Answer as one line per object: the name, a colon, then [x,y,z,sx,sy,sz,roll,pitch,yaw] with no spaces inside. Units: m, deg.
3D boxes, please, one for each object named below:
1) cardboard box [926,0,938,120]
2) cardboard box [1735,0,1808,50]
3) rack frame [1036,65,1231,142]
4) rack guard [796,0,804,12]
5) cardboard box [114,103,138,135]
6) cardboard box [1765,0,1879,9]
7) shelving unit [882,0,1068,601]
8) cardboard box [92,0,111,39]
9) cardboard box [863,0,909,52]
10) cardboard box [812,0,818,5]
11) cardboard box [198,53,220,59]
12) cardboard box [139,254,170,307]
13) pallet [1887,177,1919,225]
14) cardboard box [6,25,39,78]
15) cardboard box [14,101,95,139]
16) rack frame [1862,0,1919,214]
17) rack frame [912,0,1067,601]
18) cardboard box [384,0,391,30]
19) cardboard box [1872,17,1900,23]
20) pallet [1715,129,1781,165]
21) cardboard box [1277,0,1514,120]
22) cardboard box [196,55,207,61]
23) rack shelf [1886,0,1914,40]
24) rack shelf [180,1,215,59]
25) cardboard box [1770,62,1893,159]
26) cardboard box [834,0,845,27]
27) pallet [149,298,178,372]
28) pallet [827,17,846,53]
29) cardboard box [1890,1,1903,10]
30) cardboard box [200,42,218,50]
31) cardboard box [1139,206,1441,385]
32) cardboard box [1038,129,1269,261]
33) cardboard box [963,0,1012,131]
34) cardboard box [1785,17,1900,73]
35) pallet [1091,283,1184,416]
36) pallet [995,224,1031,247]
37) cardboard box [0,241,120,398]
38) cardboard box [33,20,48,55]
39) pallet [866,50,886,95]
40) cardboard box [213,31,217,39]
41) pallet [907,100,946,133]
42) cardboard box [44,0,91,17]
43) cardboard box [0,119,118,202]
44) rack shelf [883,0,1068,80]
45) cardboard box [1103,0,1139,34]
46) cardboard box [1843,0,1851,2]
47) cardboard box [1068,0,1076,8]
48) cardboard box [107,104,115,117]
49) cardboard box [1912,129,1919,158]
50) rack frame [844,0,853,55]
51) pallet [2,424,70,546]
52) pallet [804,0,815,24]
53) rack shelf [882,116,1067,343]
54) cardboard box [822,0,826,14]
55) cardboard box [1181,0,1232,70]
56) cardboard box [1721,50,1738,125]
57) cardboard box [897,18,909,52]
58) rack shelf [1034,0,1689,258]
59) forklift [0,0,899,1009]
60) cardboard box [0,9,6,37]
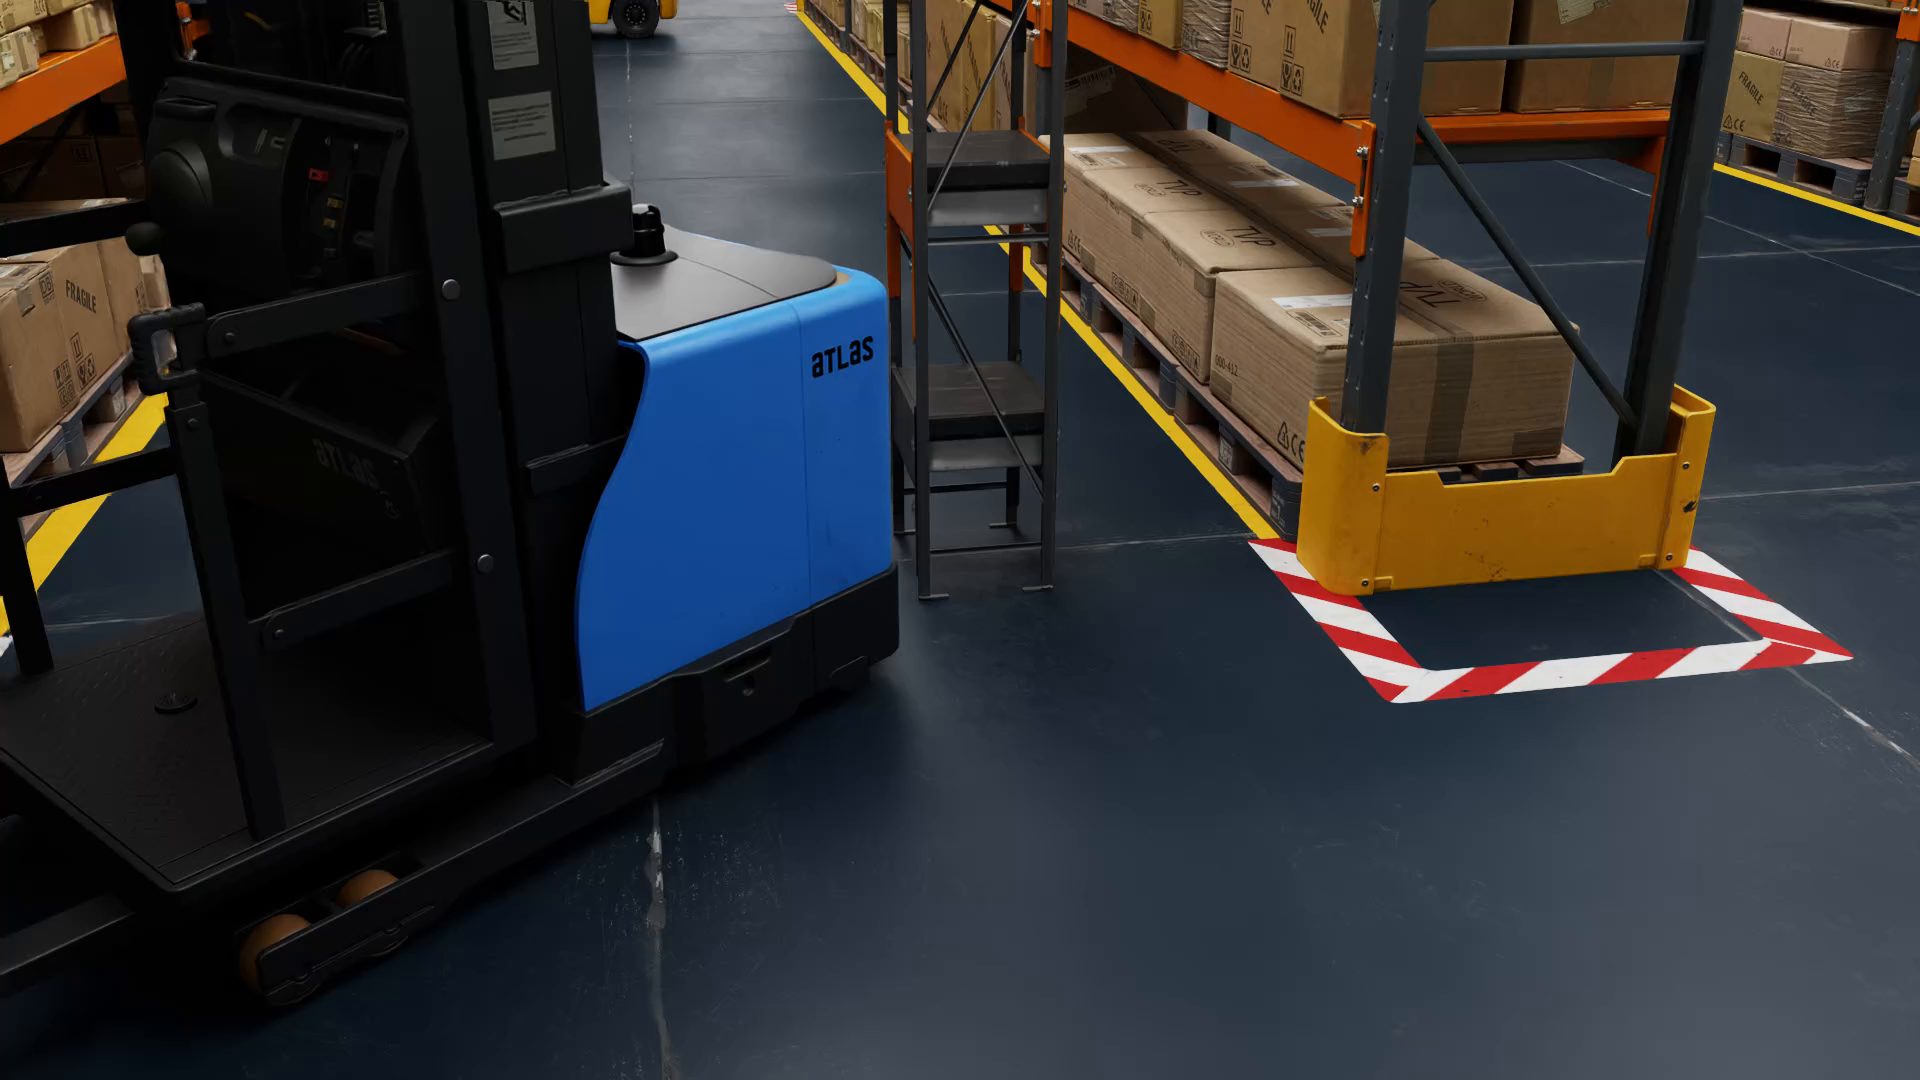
cardboard box: [0.194,-3.414,11.448,0.875,0.875,0.875,-5,24,-10]
cardboard box: [5.154,-3.380,10.903,0.500,0.250,0.500,-5,24,-12]
rack frame: [0.888,-2.899,8.141,1.000,3.000,0.127,-4,24,-10]
rack guard: [-1.317,-6.444,19.380,1.175,0.500,0.348,-4,24,-10]
cardboard box: [-3.795,-2.035,7.951,0.380,0.149,0.250,-3,24,-7]
cardboard box: [5.666,-3.416,10.986,0.500,0.250,0.500,-3,24,-8]
shelving unit: [0.031,-0.897,4.681,0.431,2.100,0.503,-4,24,-10]
cardboard box: [-3.519,-2.002,6.400,0.380,0.149,0.250,-4,24,-8]
cardboard box: [-0.356,-4.546,14.669,0.950,0.372,0.625,-3,24,-6]
cardboard box: [-1.367,-6.013,18.180,0.500,0.250,0.500,-3,24,-8]
cardboard box: [-4.176,-2.648,9.354,0.380,0.149,0.250,-4,24,-10]
cardboard box: [-3.532,-1.132,6.986,0.396,0.266,0.258,-3,24,-8]
pallet: [5.893,-1.766,9.030,1.003,0.211,1.213,-4,24,-10]
cardboard box: [-3.299,-1.604,5.489,0.380,0.149,0.250,-4,24,-9]
cardboard box: [-4.341,-1.998,7.865,0.380,0.149,0.250,-5,24,-12]
rack frame: [5.734,-3.305,9.070,1.000,3.000,0.127,-4,24,-10]
rack frame: [0.076,-0.801,4.461,0.400,2.100,0.015,-4,24,-10]
cardboard box: [-5.362,-4.577,14.424,0.875,0.625,0.625,-3,24,-7]
cardboard box: [5.857,-3.006,10.047,0.500,0.250,0.500,-5,24,-12]
pallet: [5.359,-2.815,11.431,1.003,0.211,1.213,-4,24,-10]
cardboard box: [1.278,-1.542,4.908,0.500,0.500,0.500,-4,24,-9]
cardboard box: [-3.890,-2.270,8.117,0.380,0.149,0.250,-5,24,-12]
rack shelf: [5.364,-3.762,11.016,1.077,0.370,4.000,-4,24,-10]
rack shelf: [-4.360,-2.987,9.241,1.077,0.370,4.000,-4,24,-10]
cardboard box: [5.349,-2.625,10.111,0.500,0.500,0.500,-5,24,-11]
cardboard box: [-0.965,-5.191,16.299,0.500,0.250,0.500,-3,24,-7]
pallet: [-3.864,-0.982,7.236,1.003,0.211,1.213,-4,24,-10]
pallet: [-0.751,-5.030,16.502,1.003,0.211,1.213,-4,24,-10]
cardboard box: [9.413,-5.183,15.944,0.700,0.500,0.500,-6,24,-14]
cardboard box: [-4.252,-2.855,9.828,0.380,0.149,0.250,-5,24,-11]
cardboard box: [1.230,-0.956,6.367,0.875,0.438,0.875,-4,24,-8]
cardboard box: [0.898,-1.663,7.986,0.875,0.438,0.875,-5,24,-11]
cardboard box: [0.520,-2.711,9.839,0.875,0.875,0.875,-4,24,-8]
cardboard box: [5.347,-2.970,9.965,0.500,0.250,0.500,-5,24,-11]
pallet: [1.180,-0.836,6.900,1.003,0.211,1.213,-4,24,-10]
pallet: [0.671,-1.919,9.381,1.003,0.211,1.213,-4,24,-10]
cardboard box: [-3.389,-0.806,5.946,0.500,0.500,0.500,-4,24,-9]
cardboard box: [-3.507,-1.794,5.924,0.380,0.149,0.250,-4,24,-9]
pallet: [-0.217,-3.981,14.102,1.003,0.211,1.213,-4,24,-10]
cardboard box: [-4.939,-3.220,10.662,0.380,0.149,0.250,-3,24,-7]
pallet: [0.220,-2.879,11.578,1.003,0.211,1.213,-4,24,-10]
cardboard box: [-3.469,-2.023,5.949,0.500,0.250,0.500,-4,24,-10]
cardboard box: [-4.371,-1.749,8.104,0.500,0.500,0.500,-4,24,-10]
rack shelf: [0.031,-1.526,4.406,0.431,0.518,0.480,-4,24,-10]
cardboard box: [0.892,-2.347,6.751,0.500,0.500,0.500,-4,24,-9]
cardboard box: [9.240,-5.592,16.880,0.700,0.500,0.500,-6,24,-14]
cardboard box: [0.717,-2.741,7.654,0.500,0.500,0.500,-4,24,-8]
cardboard box: [-4.448,-2.196,8.319,0.380,0.149,0.250,-4,24,-9]
cardboard box: [5.486,-2.161,9.117,0.380,0.149,0.250,-3,24,-7]
rack frame: [-0.592,-6.046,15.346,1.000,3.000,0.127,-4,24,-10]
pallet: [-3.412,-0.023,5.038,1.003,0.211,1.213,-4,24,-10]
pallet: [-1.202,-5.989,18.700,1.003,0.211,1.213,-4,24,-10]
rack shelf: [0.031,-0.885,4.686,0.431,0.518,0.480,-4,24,-10]
cardboard box: [-1.163,-5.600,17.235,0.500,0.250,0.500,-4,24,-9]
cardboard box: [1.095,-1.942,5.824,0.500,0.500,0.500,-4,24,-8]
cardboard box: [5.164,-3.029,11.035,0.500,0.500,0.500,-5,24,-11]
cardboard box: [-0.091,-3.974,13.359,0.950,0.372,0.625,-5,24,-11]
rack shelf: [1.258,-1.783,6.483,1.077,0.370,4.000,-4,24,-10]
forklift: [-1.497,-0.677,3.138,1.130,2.935,3.031,19,30,36]
cardboard box: [-3.260,-1.621,5.028,0.500,0.250,0.500,-5,24,-11]
